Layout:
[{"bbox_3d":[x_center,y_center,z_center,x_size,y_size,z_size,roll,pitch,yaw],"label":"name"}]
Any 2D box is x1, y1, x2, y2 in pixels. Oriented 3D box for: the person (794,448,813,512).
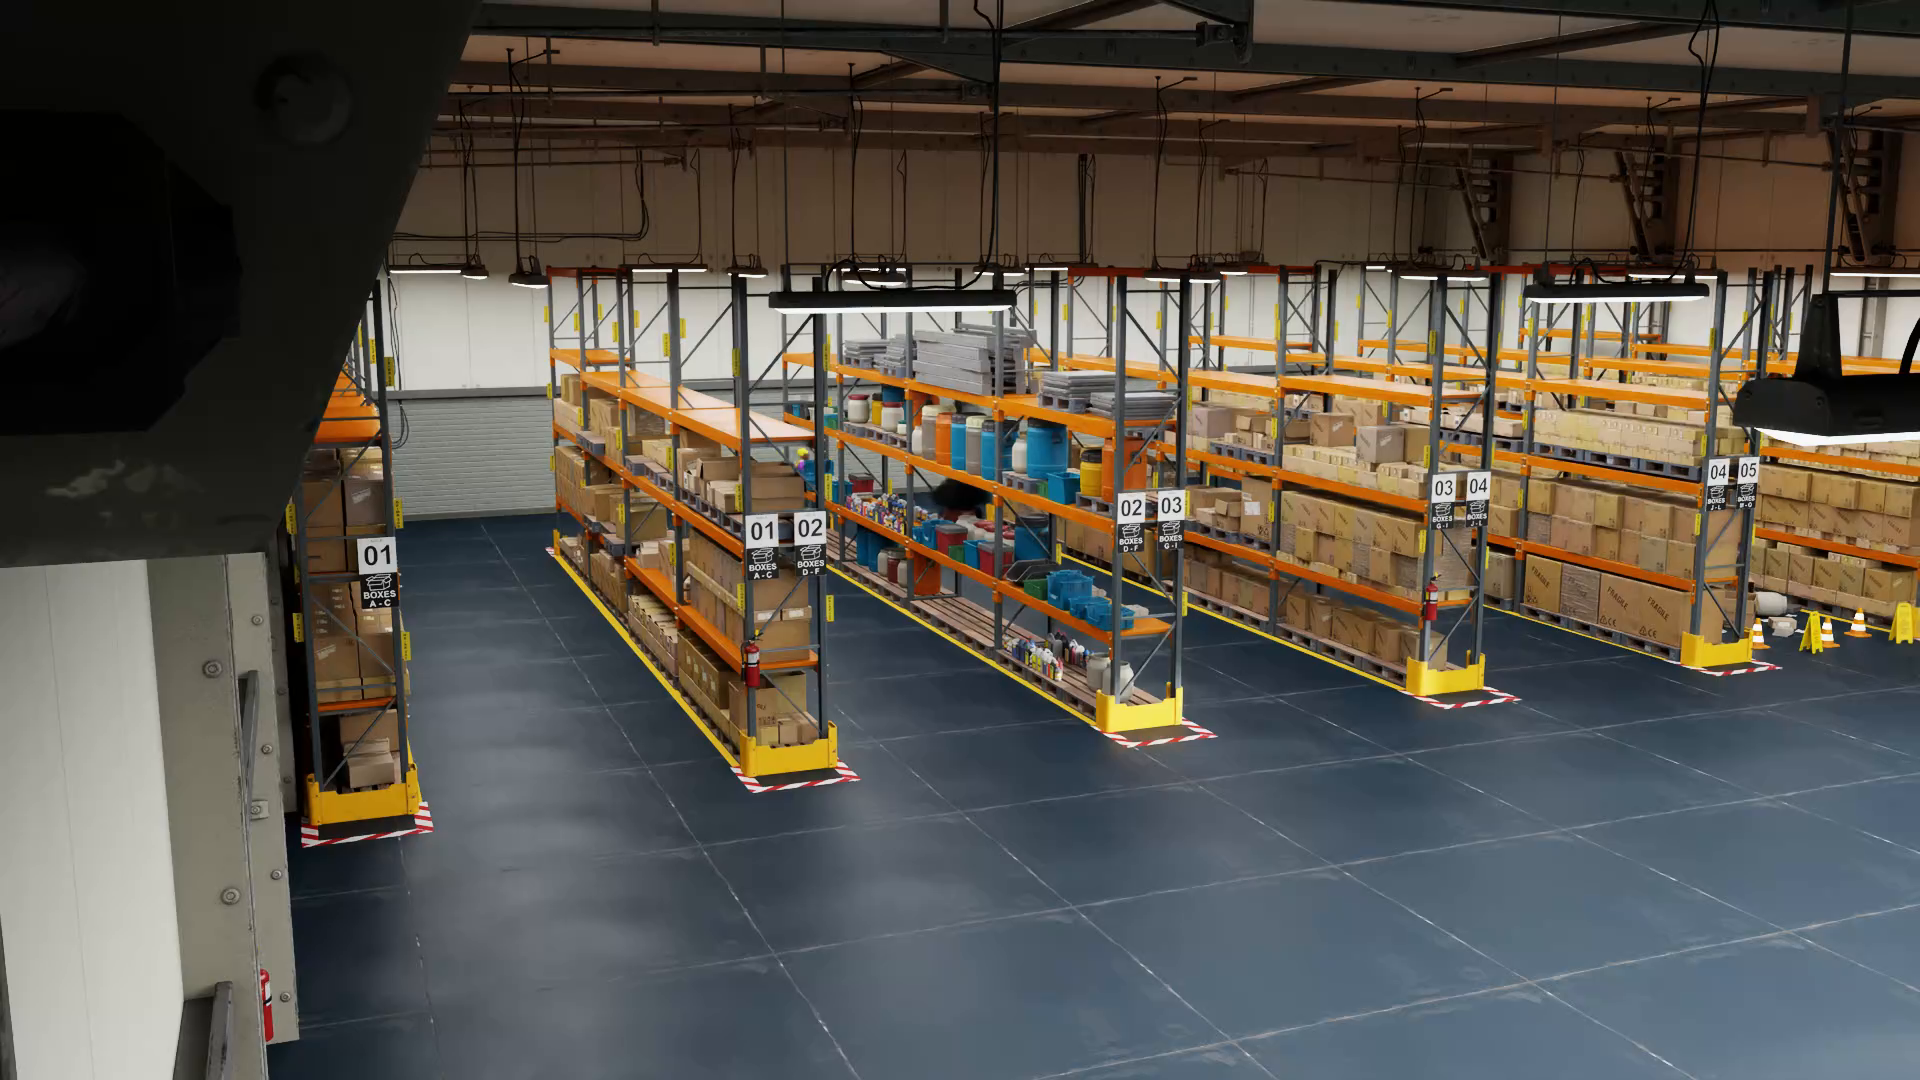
[{"bbox_3d":[-3.727,-1.267,38.857,0.947,1.770,0.710,-1,10,-8],"label":"person"}]
